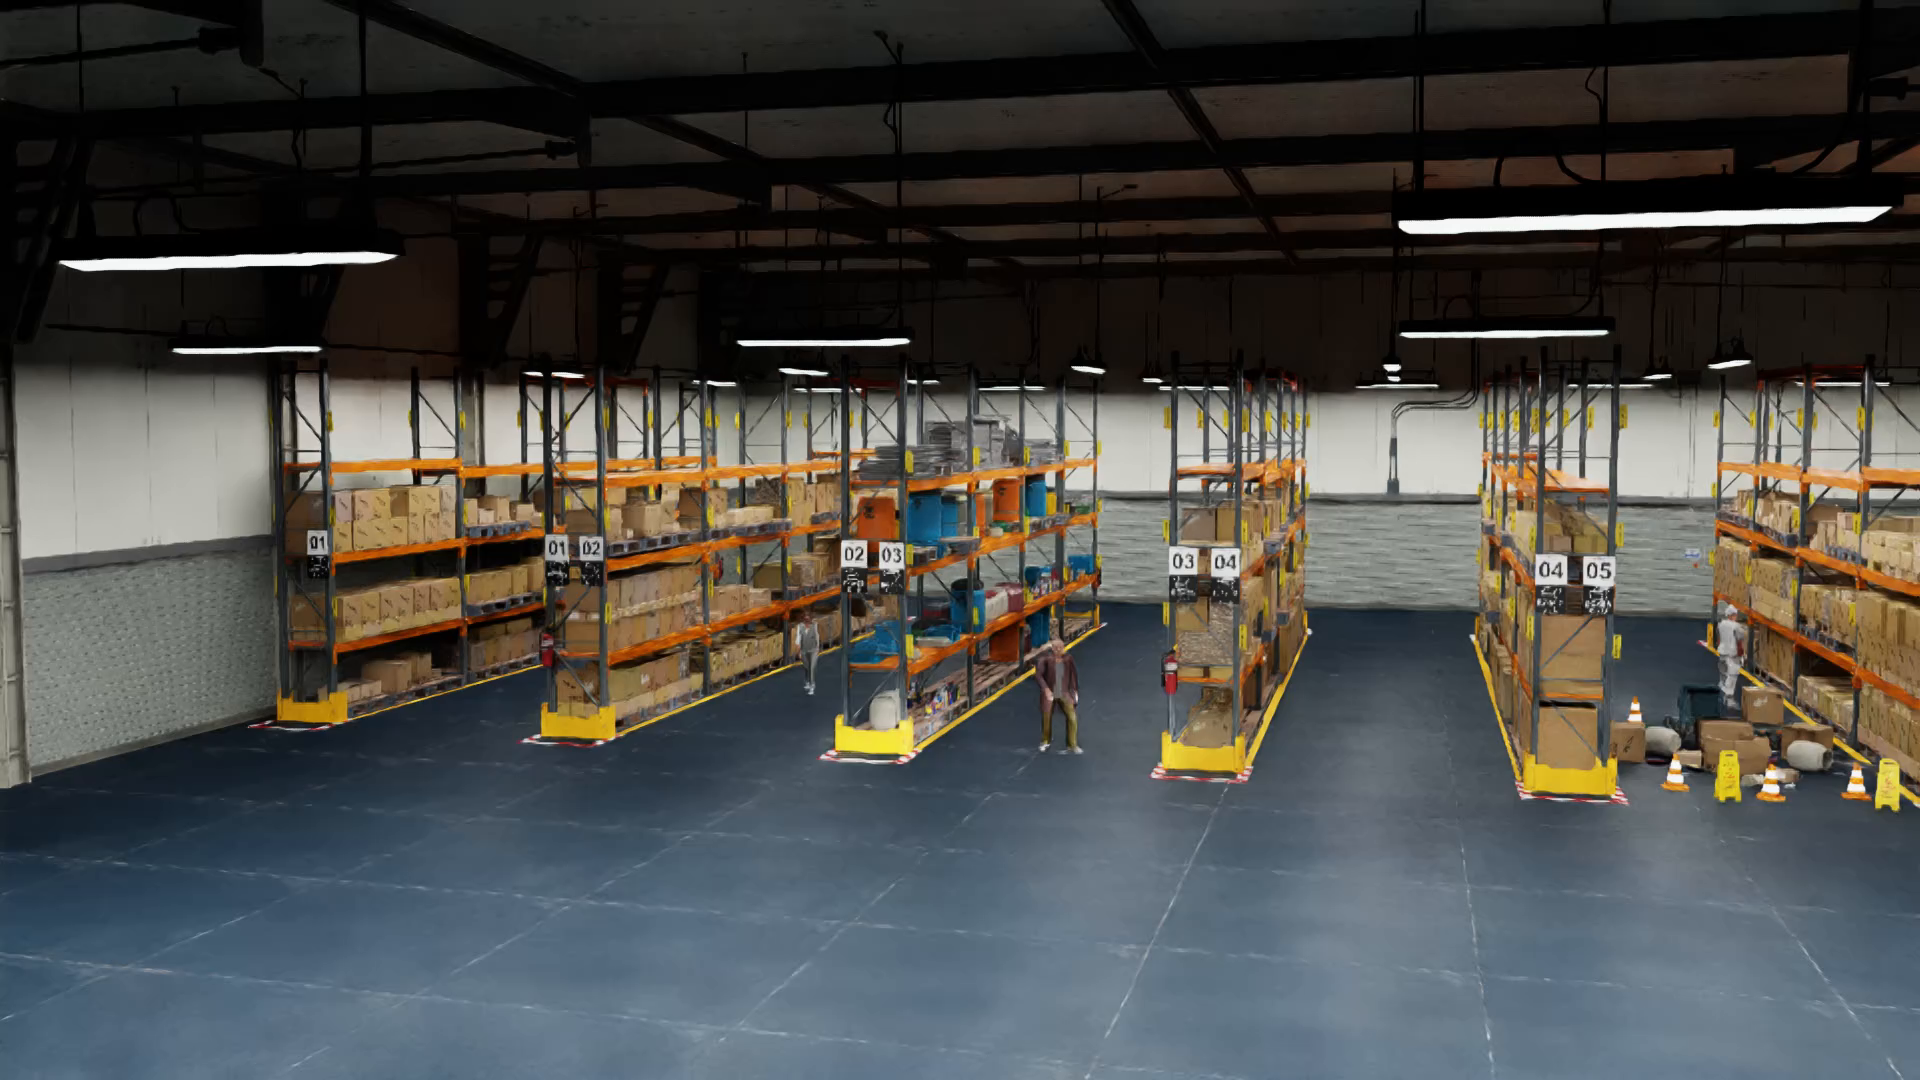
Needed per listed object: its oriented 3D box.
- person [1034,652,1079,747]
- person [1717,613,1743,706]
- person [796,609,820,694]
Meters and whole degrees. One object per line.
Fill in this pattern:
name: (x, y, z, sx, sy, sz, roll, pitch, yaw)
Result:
person: (1.457, 2.384, 25.113, 0.717, 1.461, 0.692, 0, 4, -6)
person: (13.340, 2.011, 28.828, 0.320, 1.684, 0.575, -1, 4, -16)
person: (-2.788, 2.037, 30.508, 0.411, 1.519, 0.956, 0, 4, 6)
